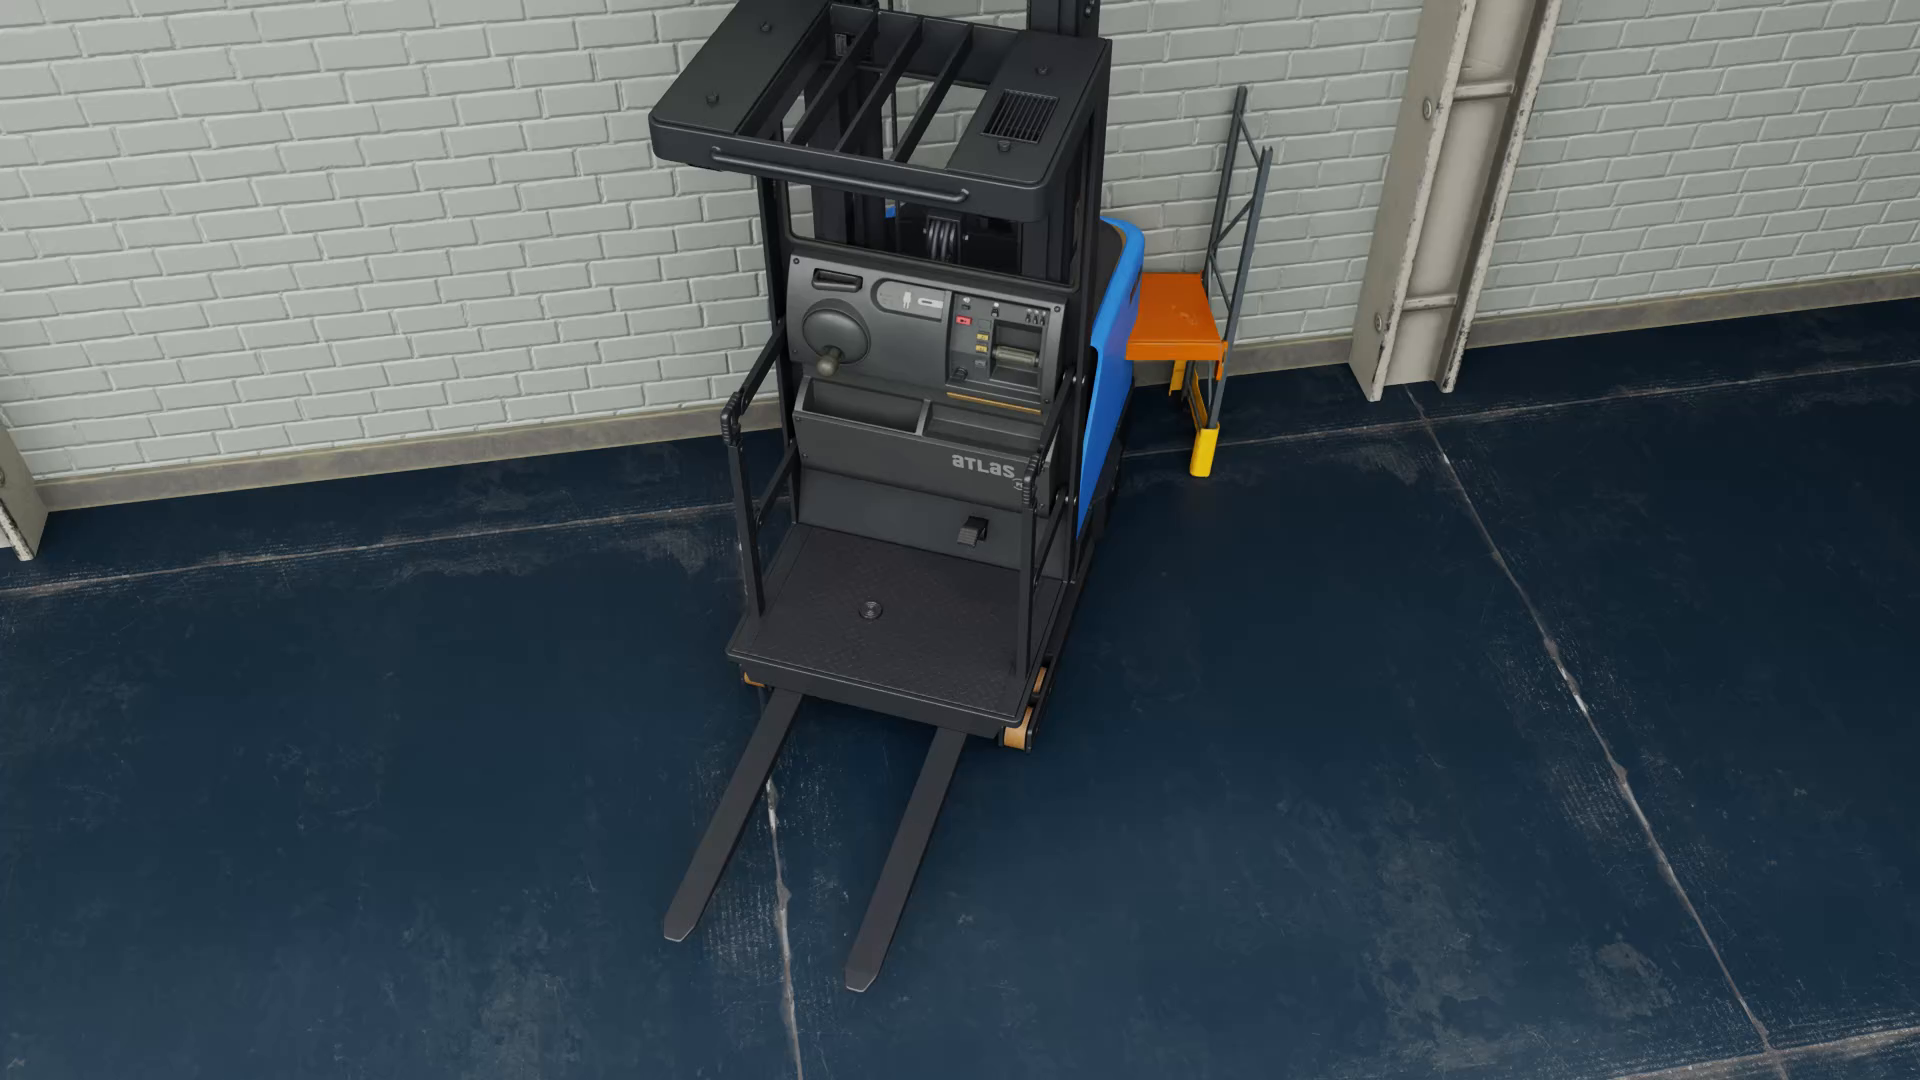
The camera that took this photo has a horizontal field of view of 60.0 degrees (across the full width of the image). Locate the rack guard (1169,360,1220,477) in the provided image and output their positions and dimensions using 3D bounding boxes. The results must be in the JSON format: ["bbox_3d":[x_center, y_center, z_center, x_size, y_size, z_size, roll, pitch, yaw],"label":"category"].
[{"bbox_3d":[0.997,-0.556,7.109,0.087,0.250,0.587,0,42,-6],"label":"rack guard"}]

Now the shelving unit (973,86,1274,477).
[{"bbox_3d":[0.539,-1.013,6.640,1.083,1.500,0.587,0,42,-6],"label":"shelving unit"}]

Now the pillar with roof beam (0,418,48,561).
[{"bbox_3d":[-3.205,-0.076,0.574,0.400,9.000,9.100,-7,46,-7],"label":"pillar with roof beam"}]

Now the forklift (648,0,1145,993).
[{"bbox_3d":[-0.180,-0.586,5.279,1.130,2.935,3.031,12,47,11],"label":"forklift"}]

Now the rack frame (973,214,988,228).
[{"bbox_3d":[0.042,-1.009,6.591,0.032,1.500,0.500,0,42,-6],"label":"rack frame"}]

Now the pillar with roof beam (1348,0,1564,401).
[{"bbox_3d":[2.708,-0.813,1.284,0.400,9.000,9.100,-7,46,-7],"label":"pillar with roof beam"}]

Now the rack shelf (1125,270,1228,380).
[{"bbox_3d":[0.537,-0.881,6.762,1.000,0.185,0.538,0,42,-6],"label":"rack shelf"}]

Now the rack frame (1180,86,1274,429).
[{"bbox_3d":[1.054,-1.017,6.690,0.032,1.500,0.500,0,42,-6],"label":"rack frame"}]
